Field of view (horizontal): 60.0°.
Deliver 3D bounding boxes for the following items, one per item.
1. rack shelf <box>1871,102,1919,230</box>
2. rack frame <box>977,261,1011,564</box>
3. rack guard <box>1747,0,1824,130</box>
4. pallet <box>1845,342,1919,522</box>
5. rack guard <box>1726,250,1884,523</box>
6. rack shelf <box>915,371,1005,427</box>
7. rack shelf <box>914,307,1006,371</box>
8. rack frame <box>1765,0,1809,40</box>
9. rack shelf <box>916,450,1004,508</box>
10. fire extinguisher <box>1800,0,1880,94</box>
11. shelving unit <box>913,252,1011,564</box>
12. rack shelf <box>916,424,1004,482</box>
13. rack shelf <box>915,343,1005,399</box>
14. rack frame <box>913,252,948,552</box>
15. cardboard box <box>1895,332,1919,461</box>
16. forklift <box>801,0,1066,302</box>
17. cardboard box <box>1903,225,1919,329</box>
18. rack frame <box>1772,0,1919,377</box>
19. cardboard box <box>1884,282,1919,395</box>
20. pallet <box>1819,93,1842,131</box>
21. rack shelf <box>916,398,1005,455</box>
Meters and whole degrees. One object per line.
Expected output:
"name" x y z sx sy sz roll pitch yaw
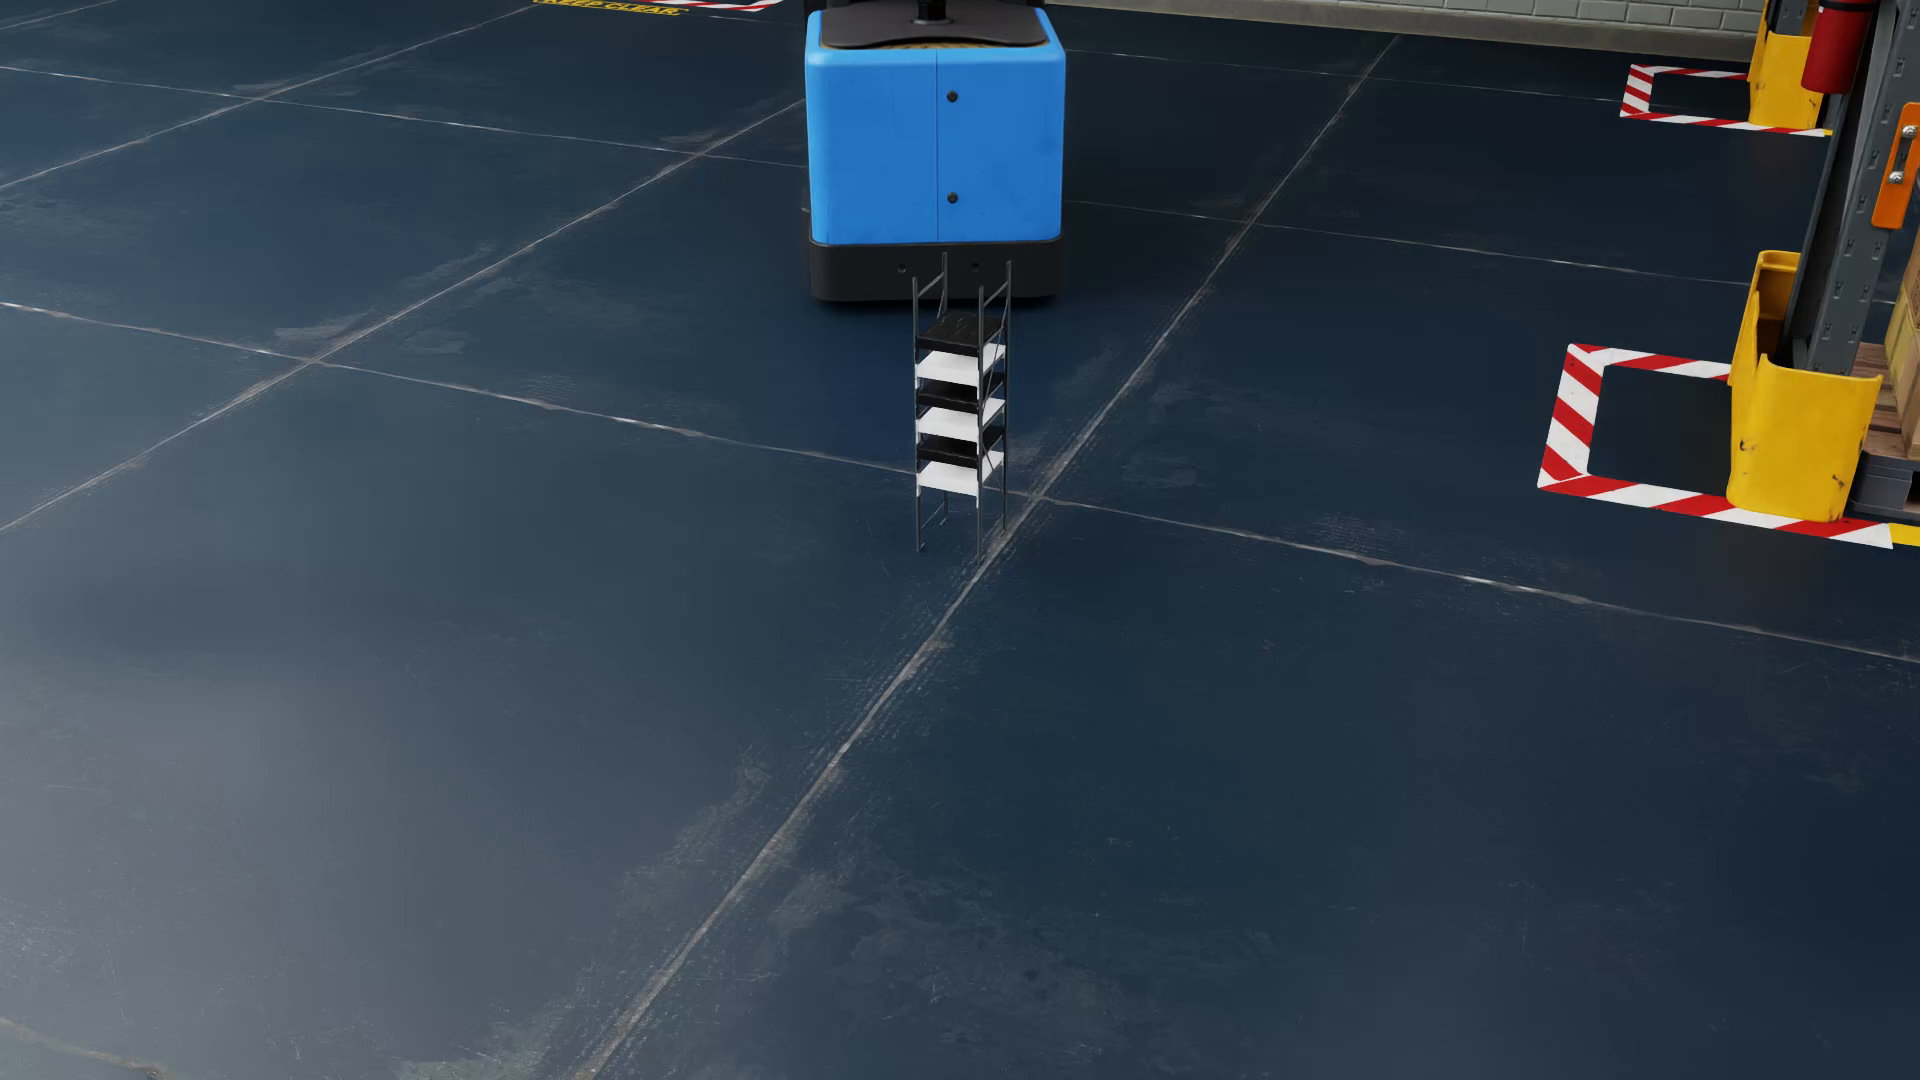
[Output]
"rack shelf" 4.764 -0.961 4.632 4.000 0.370 1.077 11 31 19
"rack frame" 0.102 -0.371 4.993 0.006 0.900 0.240 11 31 19
"rack guard" 4.840 -2.801 9.698 0.348 0.500 1.175 11 31 19
"pallet" 3.635 -0.308 5.580 1.213 0.211 1.003 11 31 19
"rack guard" 2.888 -0.560 5.733 0.348 0.500 1.175 11 31 19
"rack shelf" 0.008 -0.440 4.998 0.200 0.077 0.258 11 31 19
"rack shelf" 0.008 -0.596 4.909 0.200 0.077 0.258 11 31 19
"rack frame" 4.769 -3.903 9.107 0.127 3.000 1.000 11 31 19
"rack shelf" 0.008 -0.205 5.131 0.200 0.077 0.258 11 31 19
"fire extinguisher" 2.976 -1.844 5.543 0.183 0.674 0.296 11 31 19
"shelving unit" 0.008 -0.390 5.026 0.210 0.900 0.258 11 31 19
"rack shelf" 0.008 -0.283 5.087 0.200 0.077 0.258 11 31 19
"rack shelf" 0.008 -0.518 4.954 0.200 0.077 0.258 11 31 19
"rack frame" -0.087 -0.409 5.059 0.006 0.900 0.240 11 31 19
"cardboard box" 3.324 -0.429 5.328 0.500 0.250 0.500 11 31 19
"forklift" -0.180 -2.949 7.489 1.130 2.935 3.031 -2 30 -3
"cardboard box" 3.519 -0.993 5.563 0.500 0.500 0.500 11 31 19
"rack frame" 2.910 -1.644 5.110 0.127 3.000 1.000 11 31 19
"cardboard box" 3.518 -0.665 5.746 0.500 0.250 0.500 11 31 19
"pallet" 5.579 -2.509 9.474 1.213 0.211 1.003 11 31 19
"rack shelf" 0.008 -0.361 5.042 0.200 0.077 0.258 11 31 19
